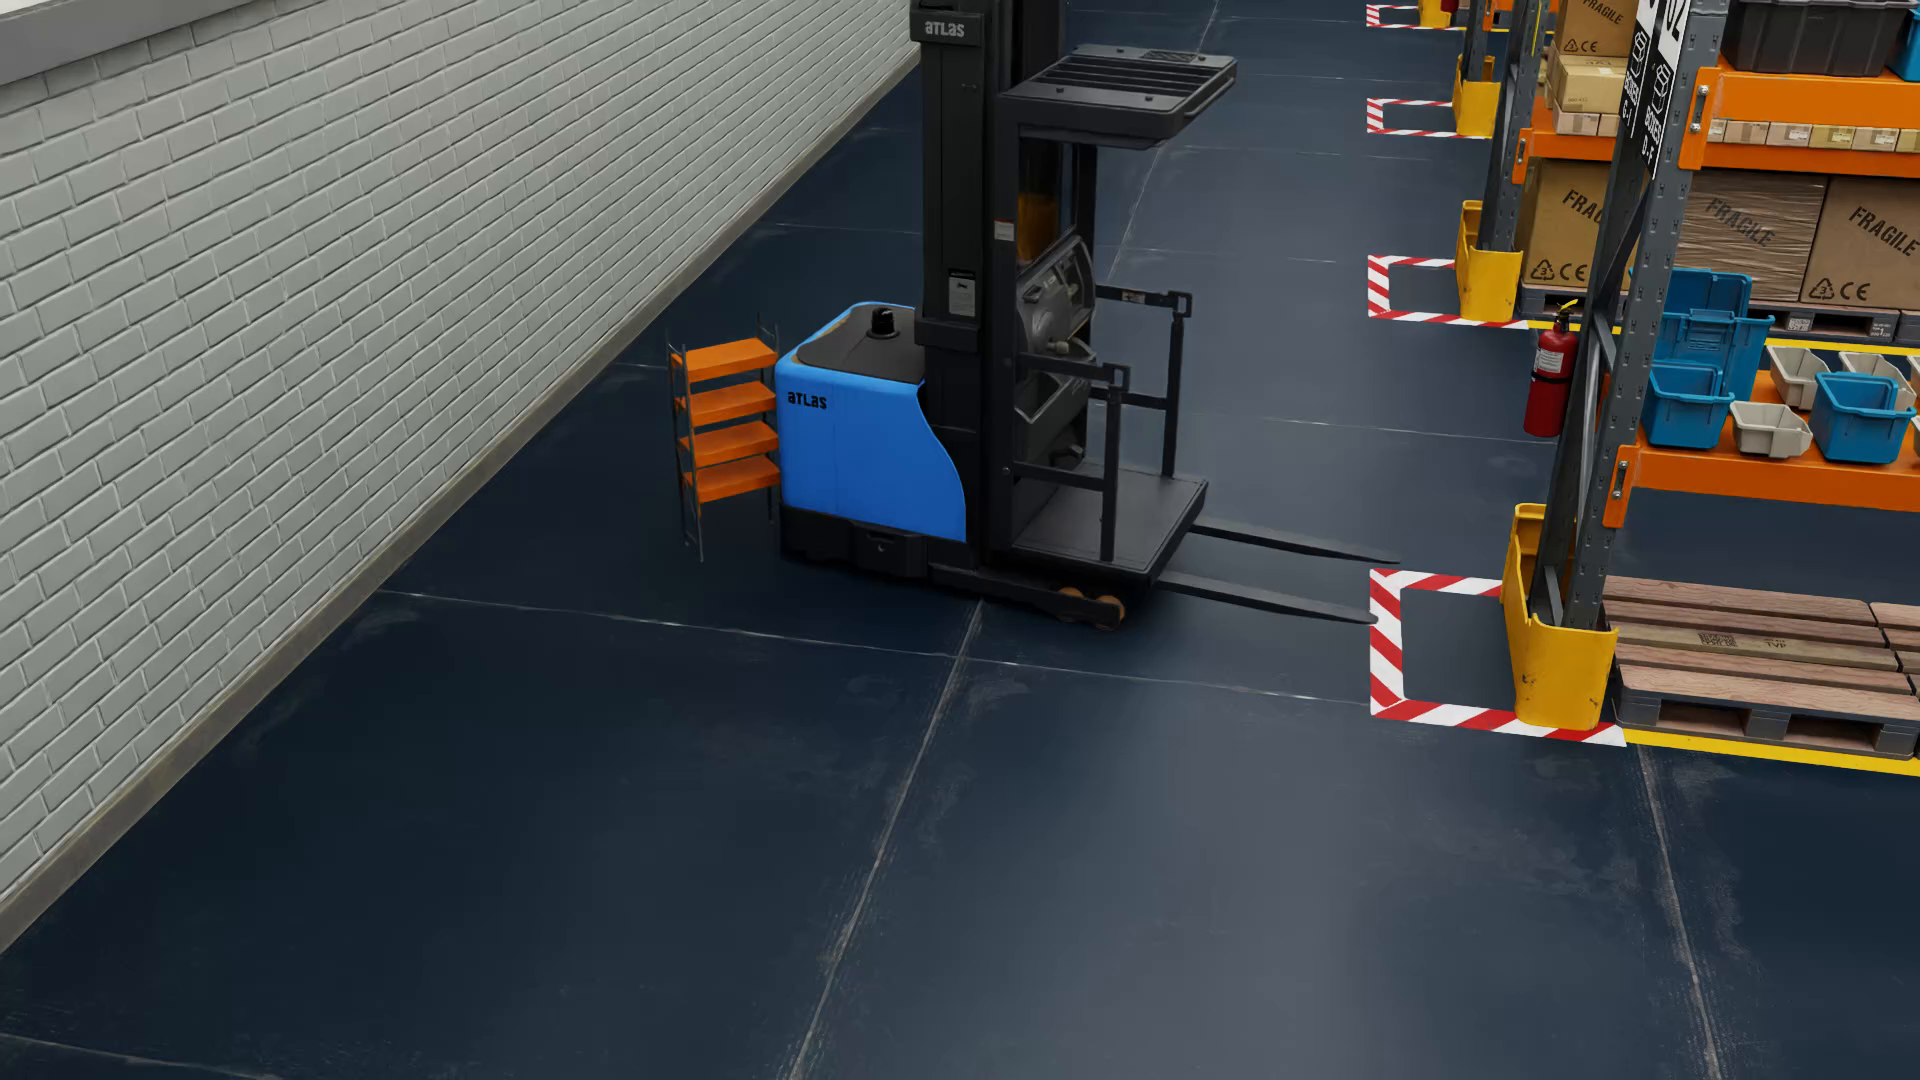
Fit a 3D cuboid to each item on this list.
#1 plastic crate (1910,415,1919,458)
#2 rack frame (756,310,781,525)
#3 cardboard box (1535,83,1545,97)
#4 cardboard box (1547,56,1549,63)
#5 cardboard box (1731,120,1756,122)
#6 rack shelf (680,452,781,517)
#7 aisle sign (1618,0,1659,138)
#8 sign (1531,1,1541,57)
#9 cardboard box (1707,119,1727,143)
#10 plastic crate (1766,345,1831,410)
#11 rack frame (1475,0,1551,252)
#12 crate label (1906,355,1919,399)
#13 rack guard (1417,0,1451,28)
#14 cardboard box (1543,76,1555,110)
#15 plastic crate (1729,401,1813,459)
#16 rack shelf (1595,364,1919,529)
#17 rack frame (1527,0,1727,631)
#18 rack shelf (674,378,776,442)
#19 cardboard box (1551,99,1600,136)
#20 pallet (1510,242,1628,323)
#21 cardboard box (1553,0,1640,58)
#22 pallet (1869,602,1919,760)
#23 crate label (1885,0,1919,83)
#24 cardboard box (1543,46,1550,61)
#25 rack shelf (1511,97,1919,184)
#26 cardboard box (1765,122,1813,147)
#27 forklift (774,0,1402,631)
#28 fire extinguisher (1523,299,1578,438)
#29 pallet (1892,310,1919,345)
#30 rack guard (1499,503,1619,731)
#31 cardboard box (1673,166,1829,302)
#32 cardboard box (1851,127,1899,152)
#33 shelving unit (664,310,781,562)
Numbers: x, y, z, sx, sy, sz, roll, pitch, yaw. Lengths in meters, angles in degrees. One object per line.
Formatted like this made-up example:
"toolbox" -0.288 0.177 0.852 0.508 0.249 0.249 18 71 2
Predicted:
"plastic crate" 3.888 -0.365 6.505 0.298 0.136 0.250 6 29 11
"rack frame" -0.962 -0.581 8.562 0.015 1.200 0.240 -16 32 -26
"cardboard box" 5.383 -4.309 15.719 0.250 0.149 0.380 7 29 13
"cardboard box" 5.660 -4.430 15.629 0.250 0.149 0.380 6 29 11
"cardboard box" 5.203 -2.888 10.747 0.500 0.250 0.500 5 29 9
"rack shelf" -1.174 -0.289 8.582 0.480 0.148 0.258 -16 32 -26
"aisle sign" 2.746 -2.058 6.678 0.004 0.787 0.394 6 29 11
"sign" 3.668 -3.253 10.585 0.005 0.325 0.100 6 29 11
"cardboard box" 4.825 -2.722 10.860 0.250 0.149 0.380 5 29 10
"plastic crate" 3.590 -0.687 7.093 0.243 0.136 0.396 6 29 11
"rack frame" 3.789 -3.099 11.287 0.127 3.000 1.000 6 29 11
"crate label" 4.148 -0.635 6.998 0.243 0.136 0.396 6 29 11
"rack guard" 5.835 -6.659 20.393 0.348 0.500 1.175 6 29 11
"cardboard box" 4.206 -3.108 11.564 0.250 0.149 0.380 6 29 12
"plastic crate" 3.224 -0.433 6.630 0.298 0.136 0.250 6 29 11
"rack shelf" 4.711 -0.257 6.845 4.000 0.370 1.077 6 29 11
"rack frame" 2.755 -0.773 7.038 0.127 3.000 1.000 6 29 11
"rack shelf" -1.174 -0.660 8.379 0.480 0.148 0.258 -16 32 -26
"cardboard box" 4.068 -2.798 10.999 0.250 0.149 0.380 6 29 11
"pallet" 4.588 -1.832 11.877 1.213 0.211 1.003 6 29 11
"cardboard box" 4.321 -3.567 11.208 0.500 0.500 0.500 6 29 11
"pallet" 4.743 0.675 7.298 1.213 0.211 1.003 6 29 11
"crate label" 3.590 -1.779 5.907 0.502 0.251 0.408 6 29 11
"cardboard box" 5.728 -4.627 15.989 0.250 0.149 0.380 6 29 12
"rack shelf" 5.745 -2.583 11.093 4.000 0.370 1.077 6 29 11
"cardboard box" 5.326 -2.670 10.766 0.250 0.149 0.380 6 29 10
"forklift" 0.641 -1.142 7.784 3.031 2.935 1.130 12 31 20
"fire extinguisher" 2.702 -0.804 7.564 0.183 0.674 0.296 6 29 11
"pallet" 6.974 -1.588 11.430 1.213 0.211 1.003 6 29 11
"rack guard" 2.729 0.327 7.632 0.348 0.500 1.175 6 29 11
"cardboard box" 5.322 -2.233 11.481 0.875 0.875 0.875 6 29 11
"cardboard box" 5.829 -2.619 10.672 0.250 0.149 0.380 6 29 11
"shelving unit" -1.174 -0.522 8.455 0.503 1.200 0.258 -16 32 -26
